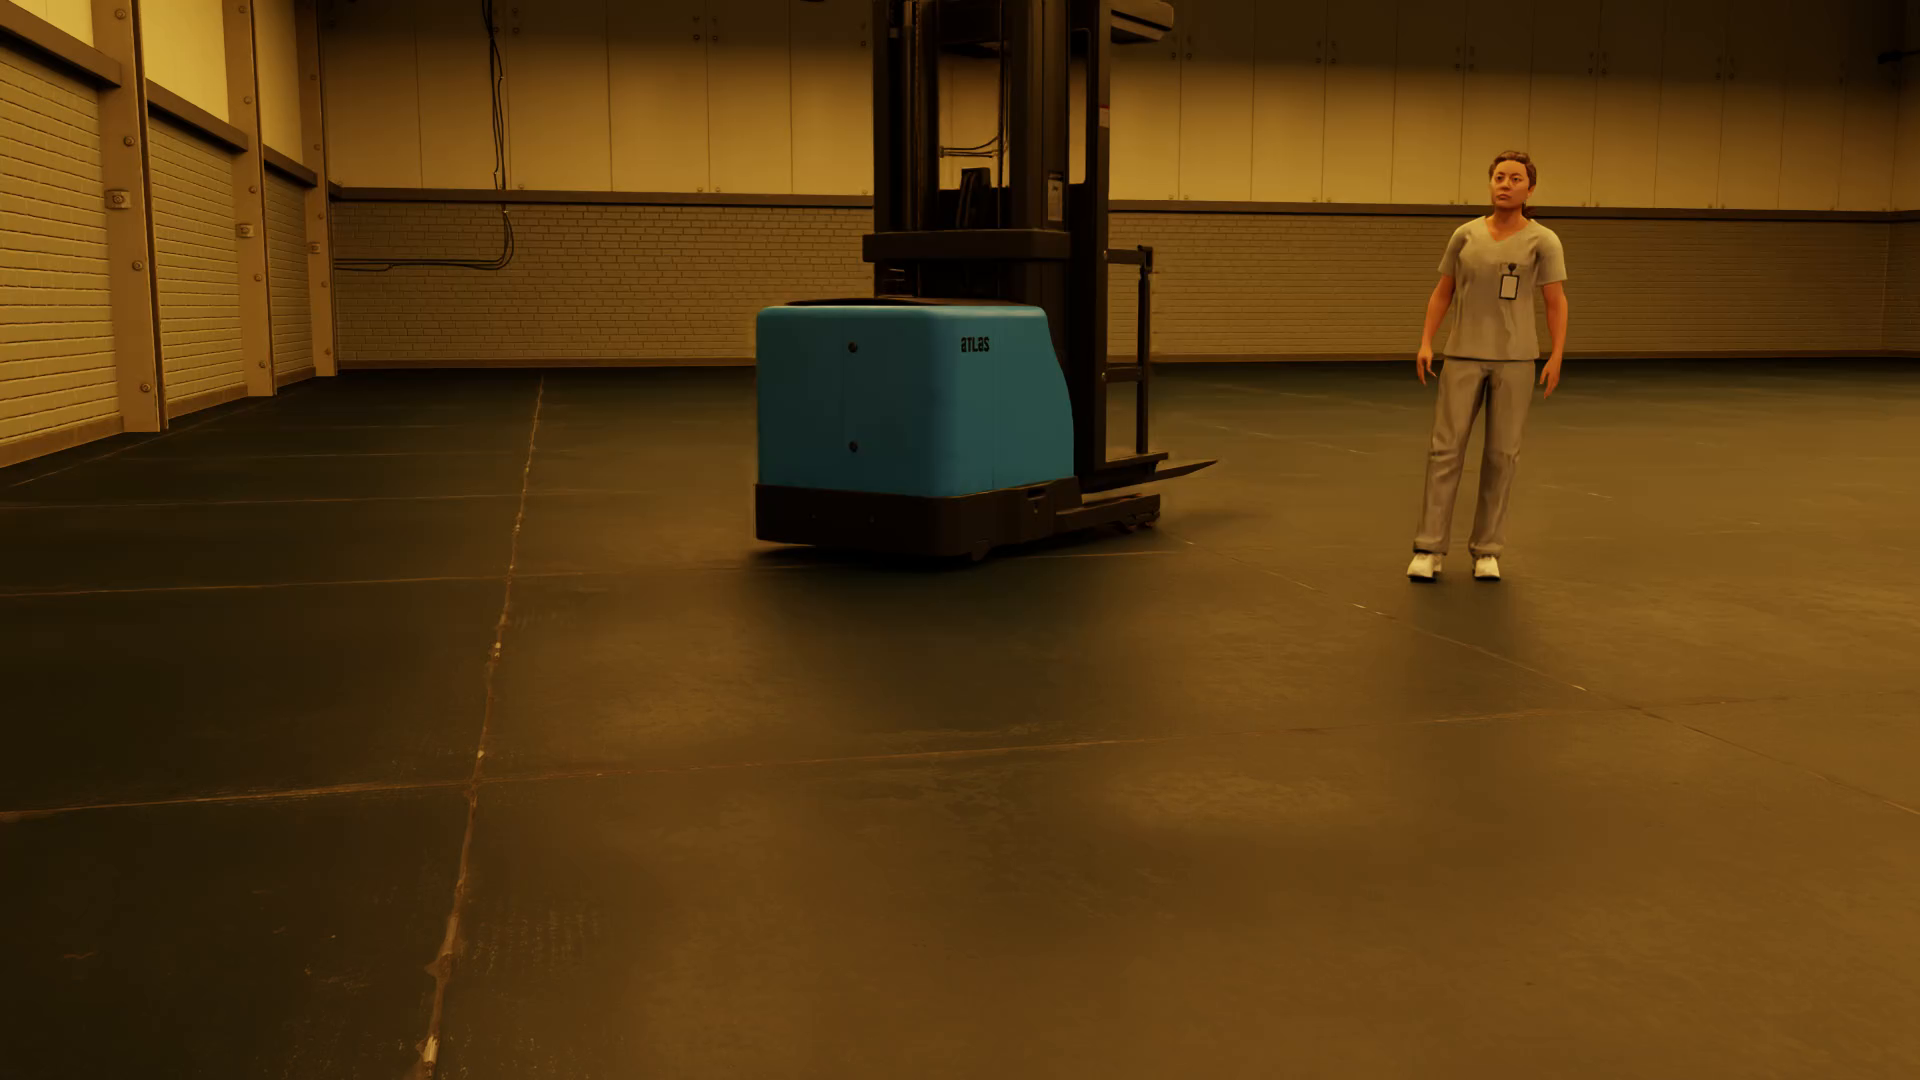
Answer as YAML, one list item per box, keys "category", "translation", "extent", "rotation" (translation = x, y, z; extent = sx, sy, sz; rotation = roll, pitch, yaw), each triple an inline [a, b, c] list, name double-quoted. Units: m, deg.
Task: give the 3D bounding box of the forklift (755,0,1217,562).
- category: "forklift"
  translation: [0.330, -1.523, 8.015]
  extent: [1.130, 2.935, 3.031]
  rotation: [5, 9, 33]

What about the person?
- category: "person"
  translation: [2.081, -0.683, 6.559]
  extent: [0.560, 1.671, 0.539]
  rotation: [4, 9, 24]
